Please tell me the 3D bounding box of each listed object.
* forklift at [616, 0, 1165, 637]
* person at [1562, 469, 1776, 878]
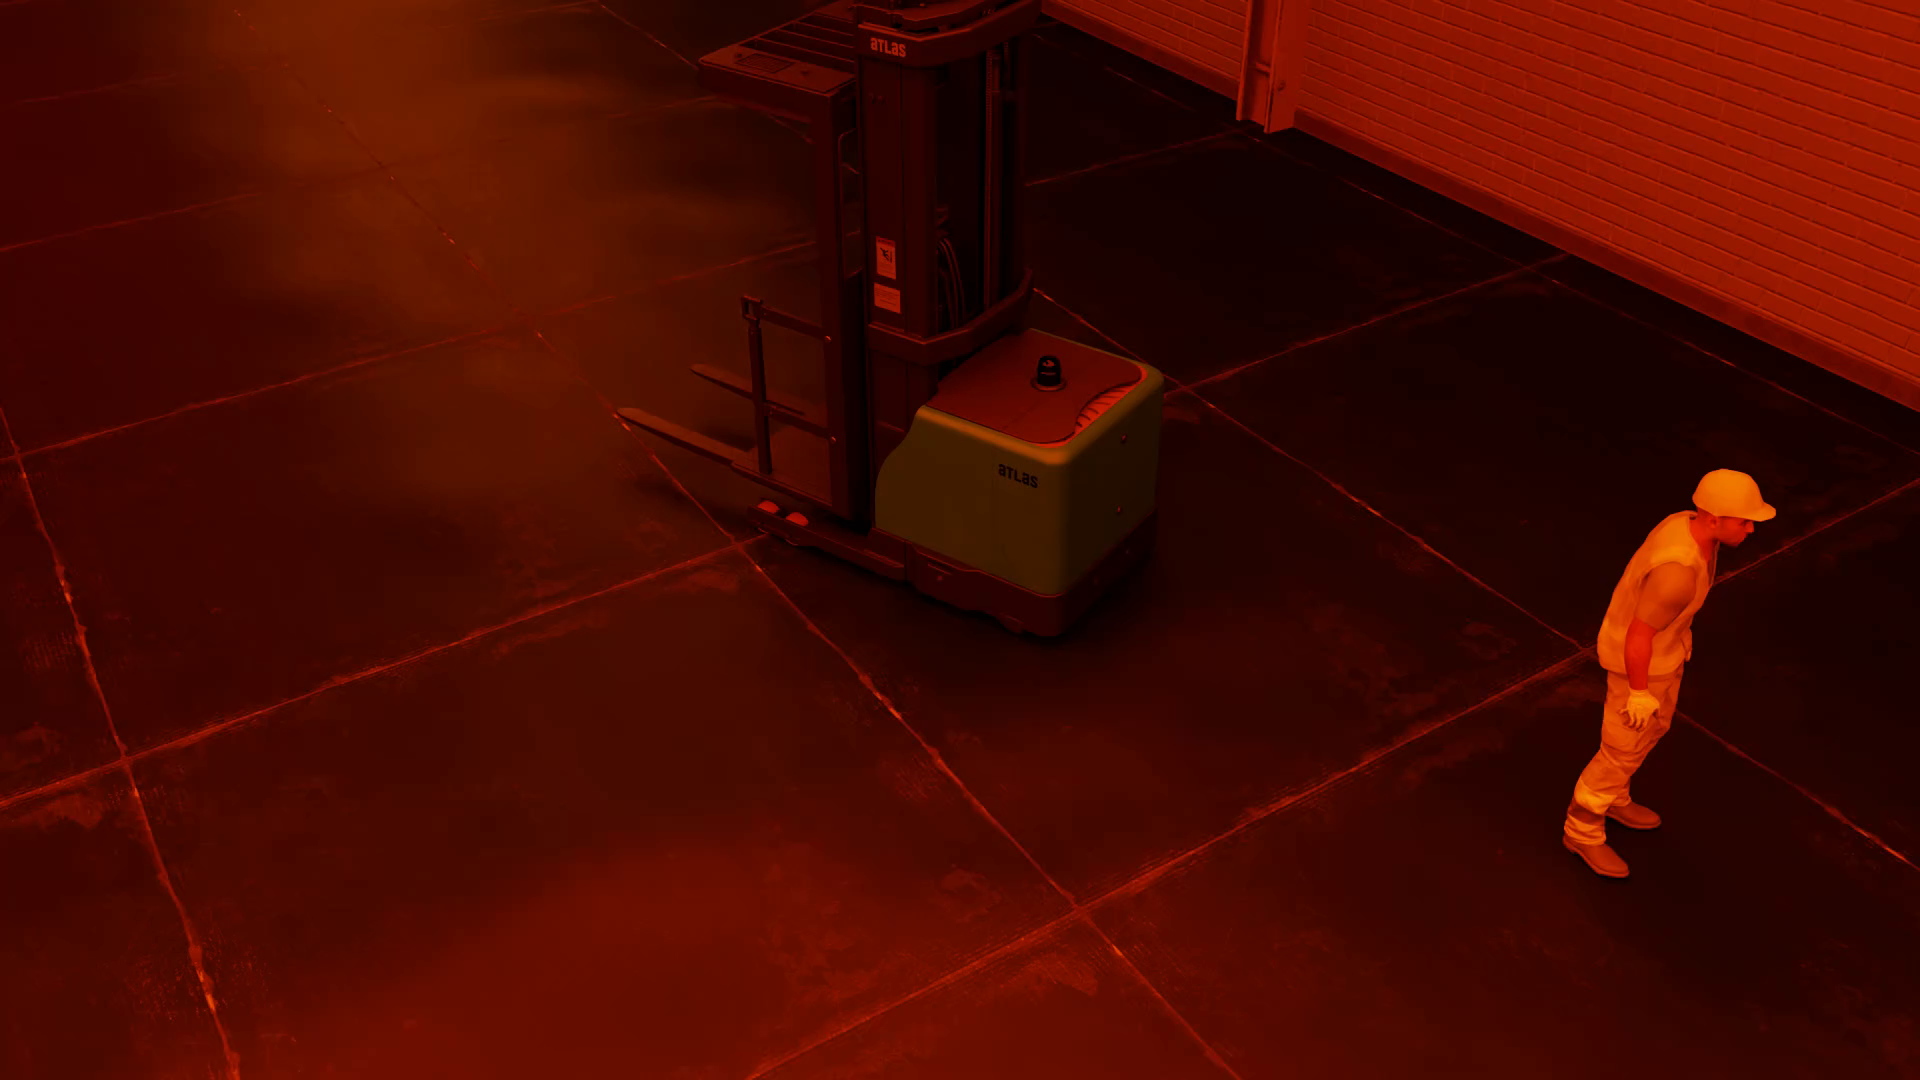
[{"bbox_3d":[-0.500,-1.399,8.138,3.031,2.935,1.130,22,41,28],"label":"forklift"},{"bbox_3d":[2.712,0.481,6.468,0.453,1.778,0.617,23,41,29],"label":"person"}]
